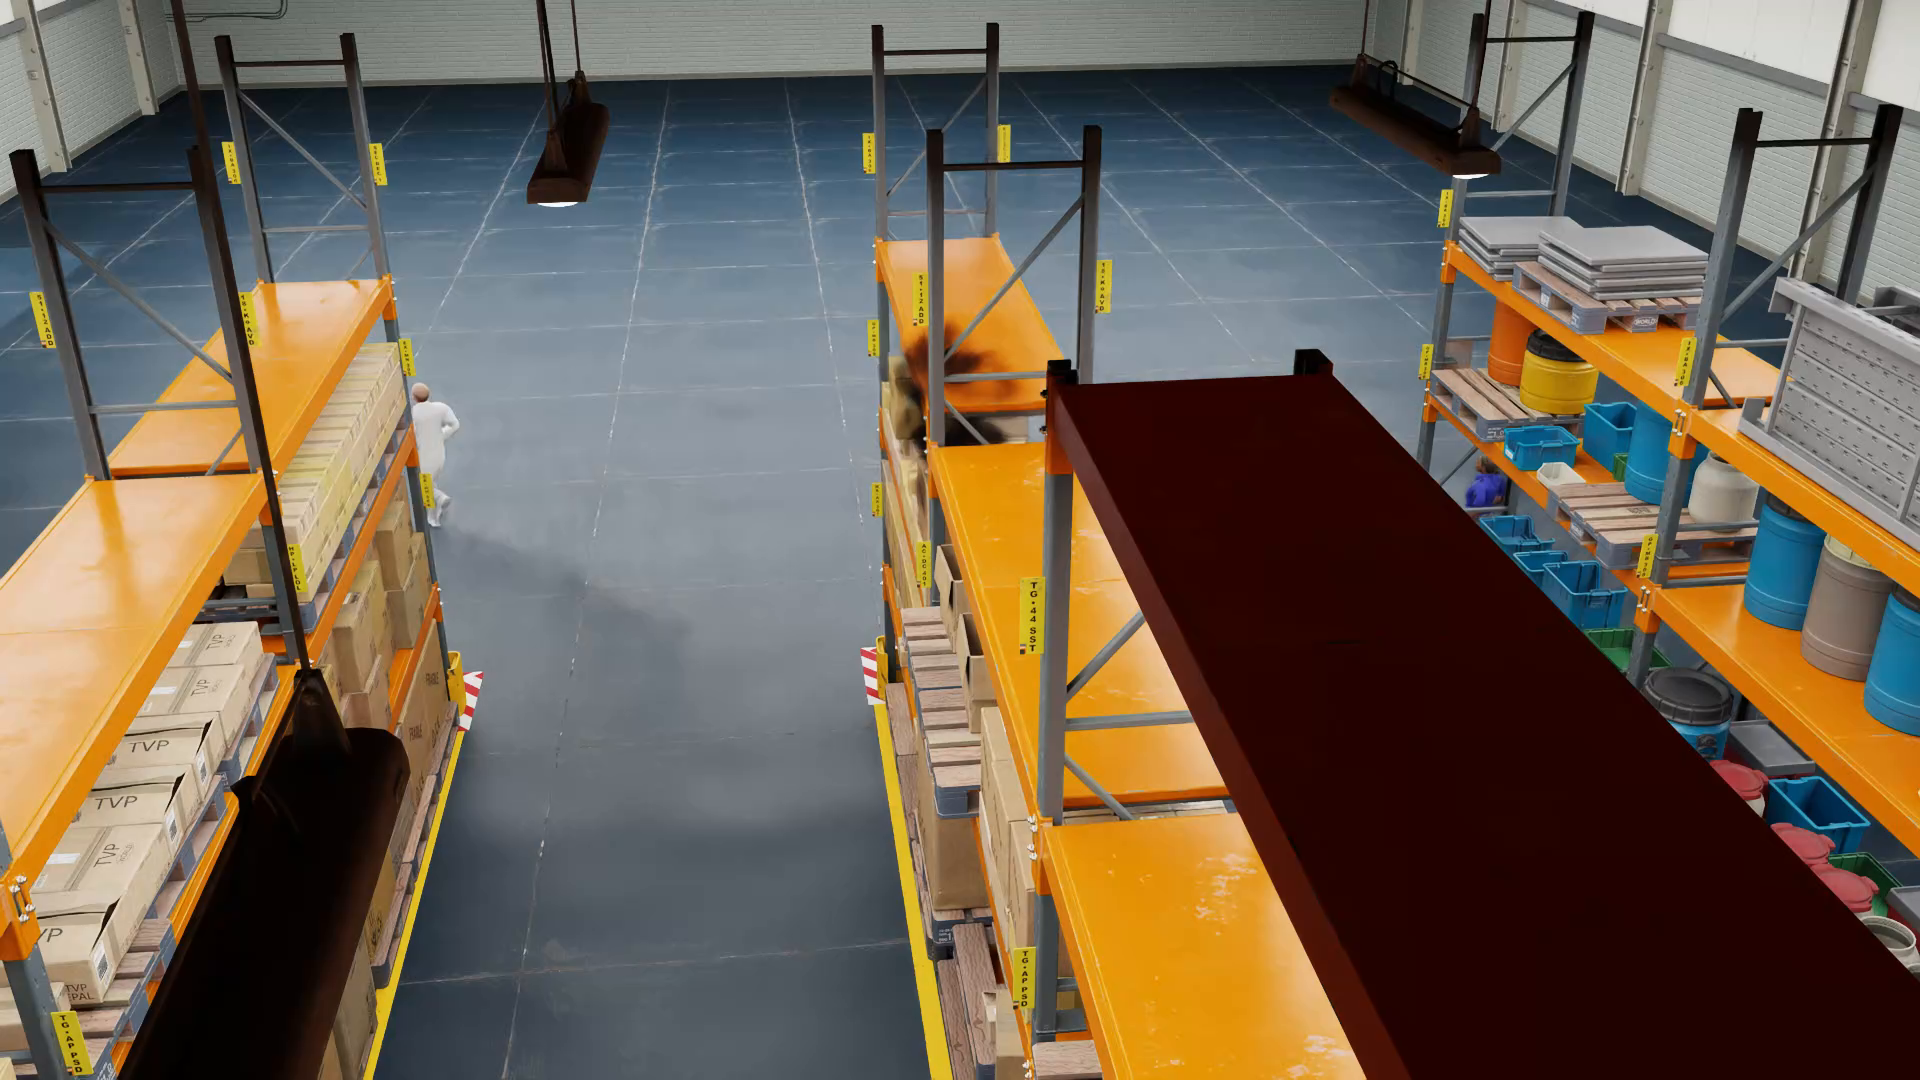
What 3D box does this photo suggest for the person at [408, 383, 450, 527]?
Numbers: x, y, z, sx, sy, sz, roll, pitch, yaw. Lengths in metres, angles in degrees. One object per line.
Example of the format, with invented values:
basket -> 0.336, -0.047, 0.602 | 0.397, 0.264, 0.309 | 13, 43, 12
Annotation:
person -> -5.866, -0.878, 18.460 | 0.713, 1.654, 0.700 | 19, 31, 35

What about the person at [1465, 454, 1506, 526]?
person -> 5.312, -0.110, 16.898 | 0.676, 1.645, 0.621 | 19, 31, 34
